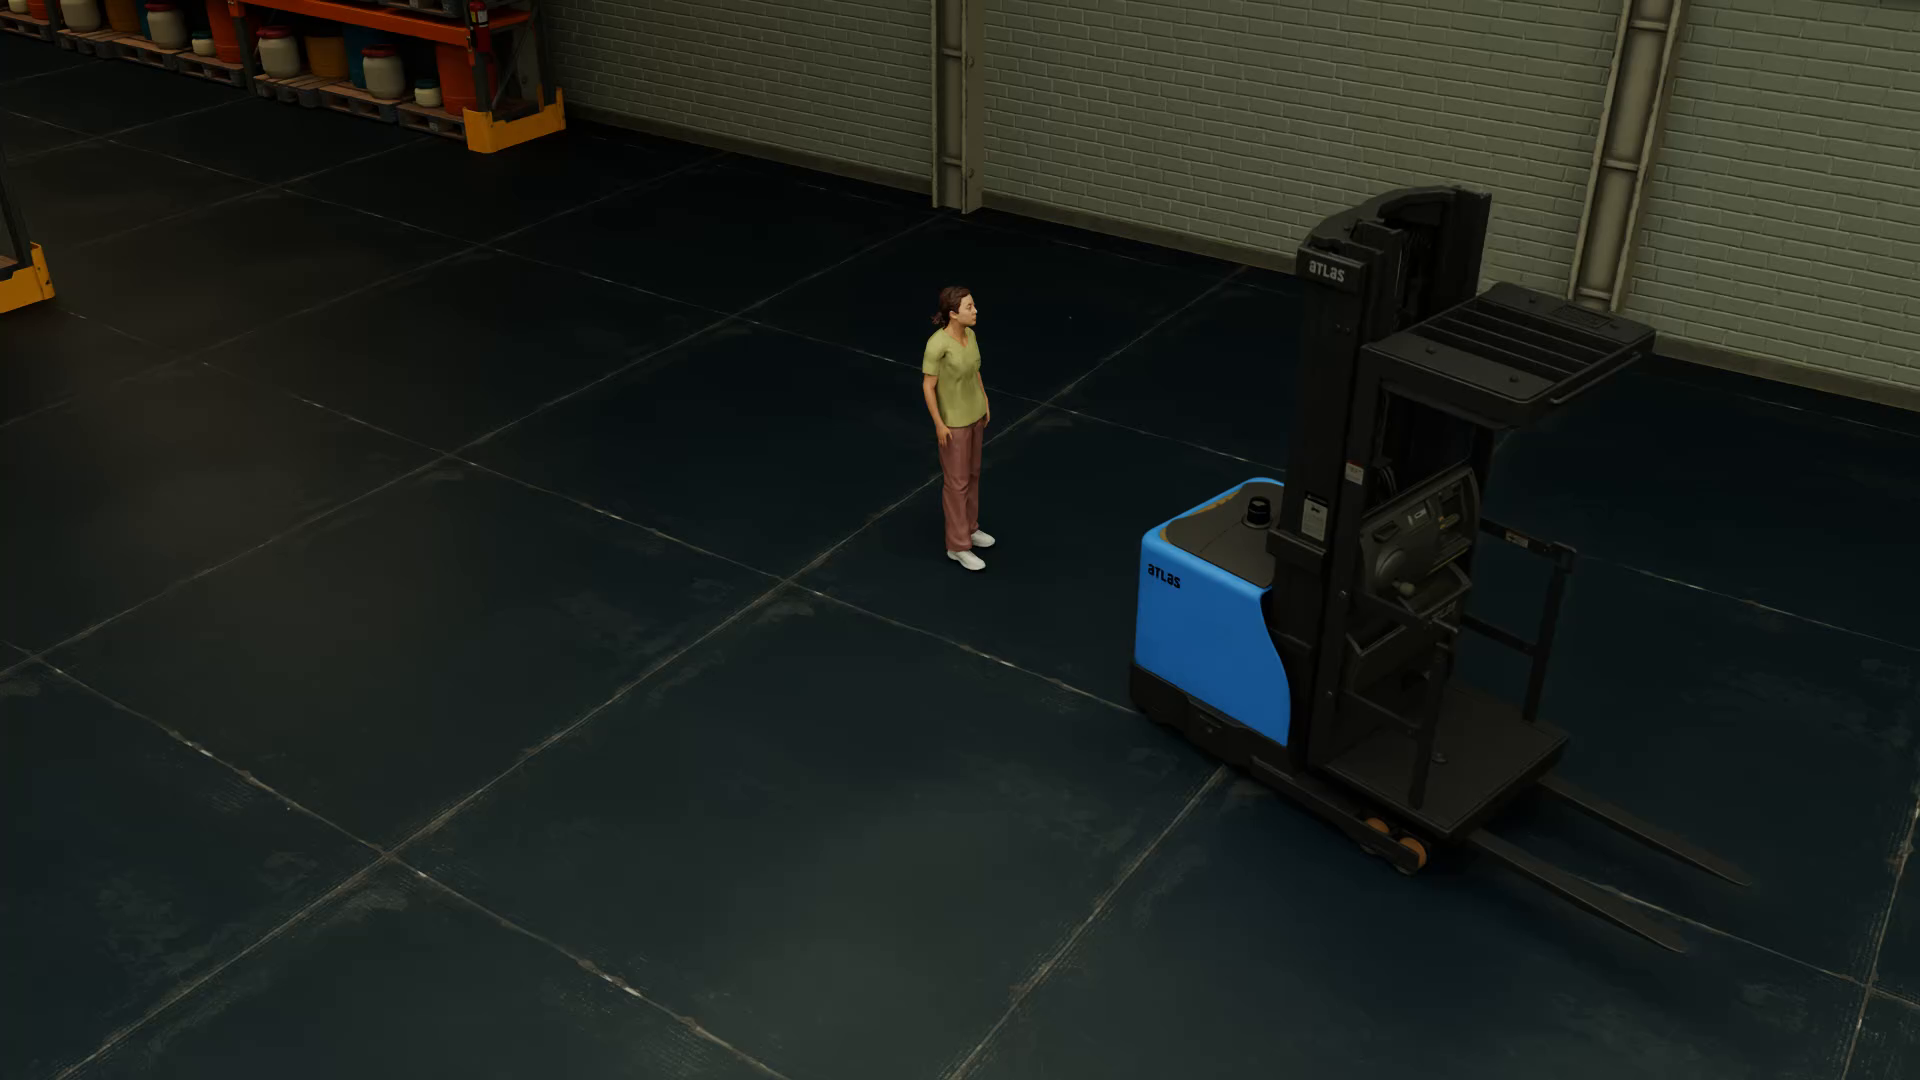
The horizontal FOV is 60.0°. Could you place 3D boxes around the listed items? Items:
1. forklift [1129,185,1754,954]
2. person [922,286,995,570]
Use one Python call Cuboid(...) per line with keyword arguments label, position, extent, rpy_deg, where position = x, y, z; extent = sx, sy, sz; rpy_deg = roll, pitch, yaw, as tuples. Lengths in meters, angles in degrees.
Cuboid(label="forklift", position=(2.276, 0.006, 7.571), extent=(1.130, 2.935, 3.031), rpy_deg=(-25, 38, -36))
Cuboid(label="person", position=(0.055, -0.705, 10.031), extent=(0.548, 1.673, 0.553), rpy_deg=(19, 35, 29))
